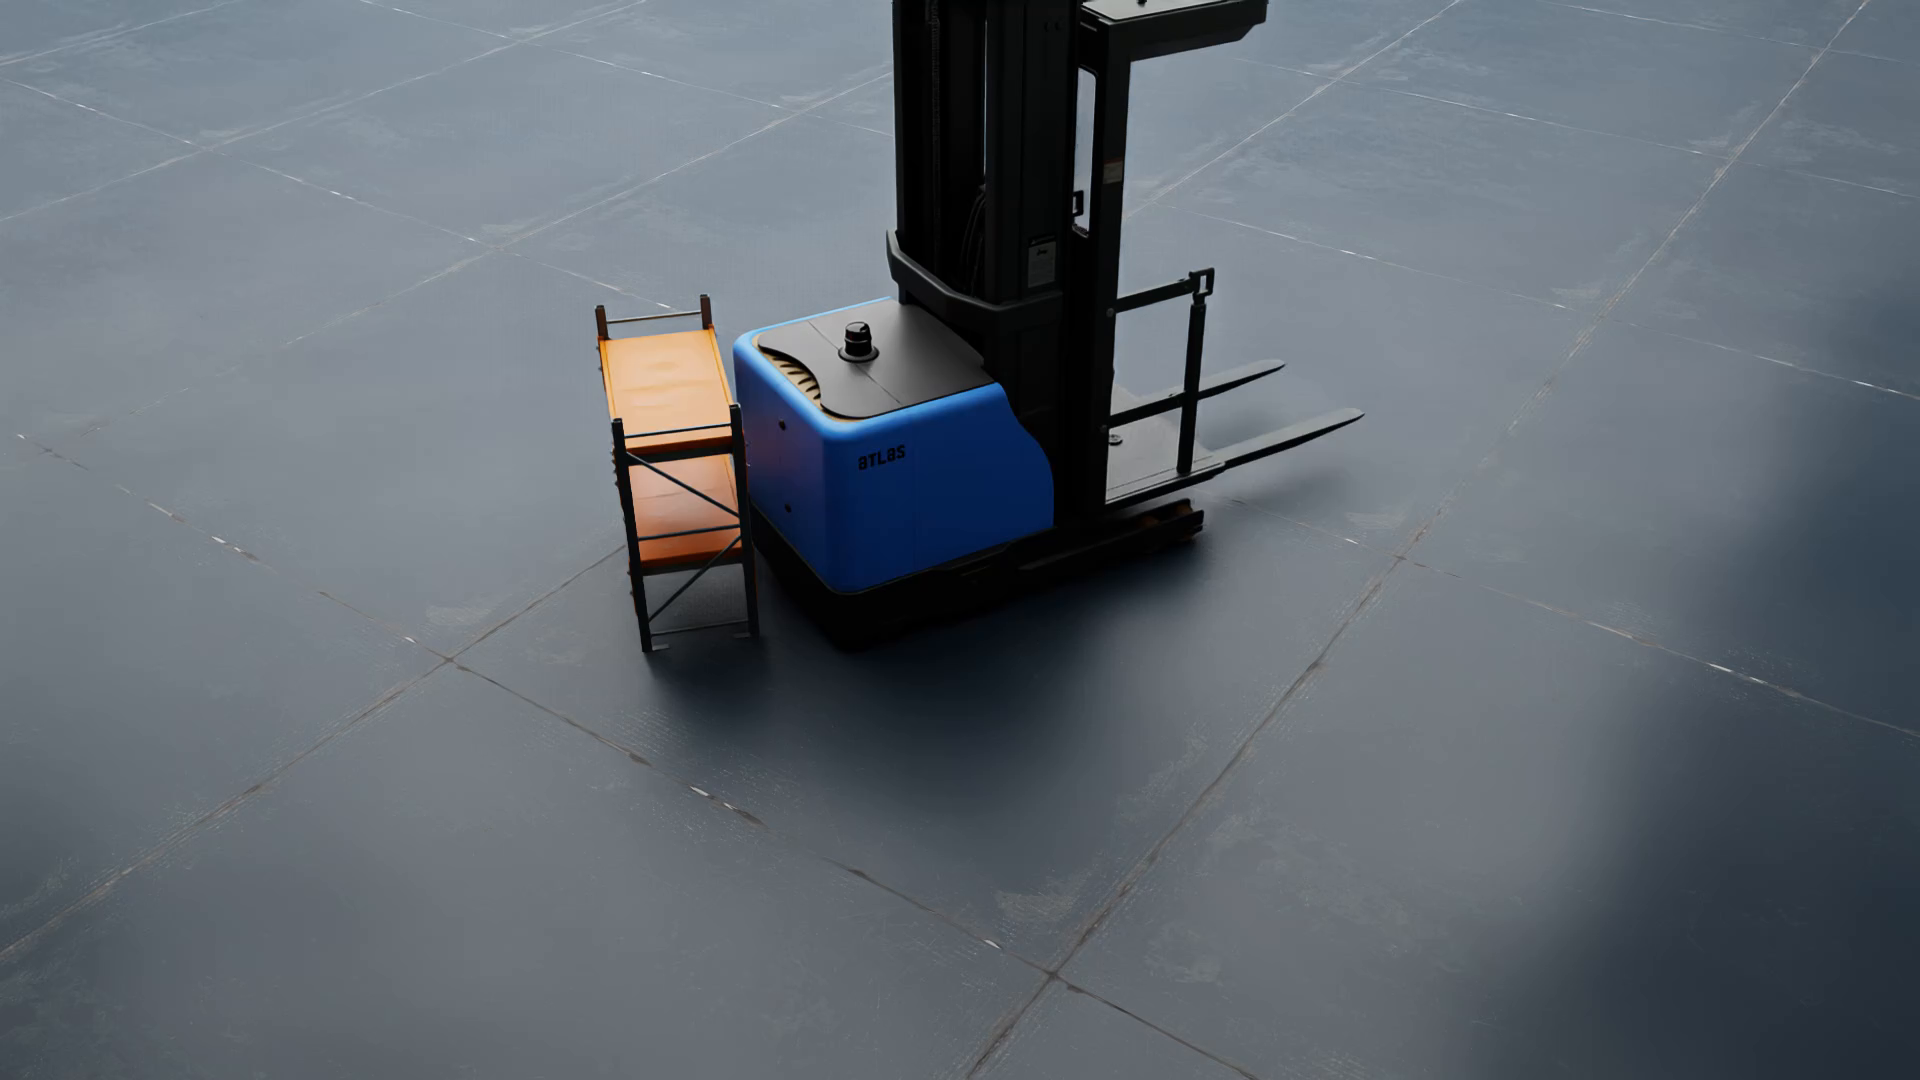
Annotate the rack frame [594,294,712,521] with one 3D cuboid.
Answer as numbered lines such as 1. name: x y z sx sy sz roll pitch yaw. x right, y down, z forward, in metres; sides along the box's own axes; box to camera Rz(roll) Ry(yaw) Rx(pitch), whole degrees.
1. rack frame: -1.349 -0.581 7.605 0.500 1.125 0.032 -8 35 -11

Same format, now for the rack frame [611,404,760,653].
1. rack frame: -1.105 -0.028 6.788 0.500 1.125 0.032 -8 35 -11

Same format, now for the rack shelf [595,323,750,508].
1. rack shelf: -1.227 -0.547 7.032 0.538 0.278 1.000 -8 35 -11

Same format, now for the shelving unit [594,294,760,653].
1. shelving unit: -1.227 -0.305 7.196 0.538 1.125 1.048 -8 35 -11

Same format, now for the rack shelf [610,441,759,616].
1. rack shelf: -1.227 -0.102 7.333 0.538 0.278 1.000 -8 35 -11

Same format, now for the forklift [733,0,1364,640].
1. forklift: 0.542 -1.392 7.191 3.031 2.935 1.130 -18 38 -25
